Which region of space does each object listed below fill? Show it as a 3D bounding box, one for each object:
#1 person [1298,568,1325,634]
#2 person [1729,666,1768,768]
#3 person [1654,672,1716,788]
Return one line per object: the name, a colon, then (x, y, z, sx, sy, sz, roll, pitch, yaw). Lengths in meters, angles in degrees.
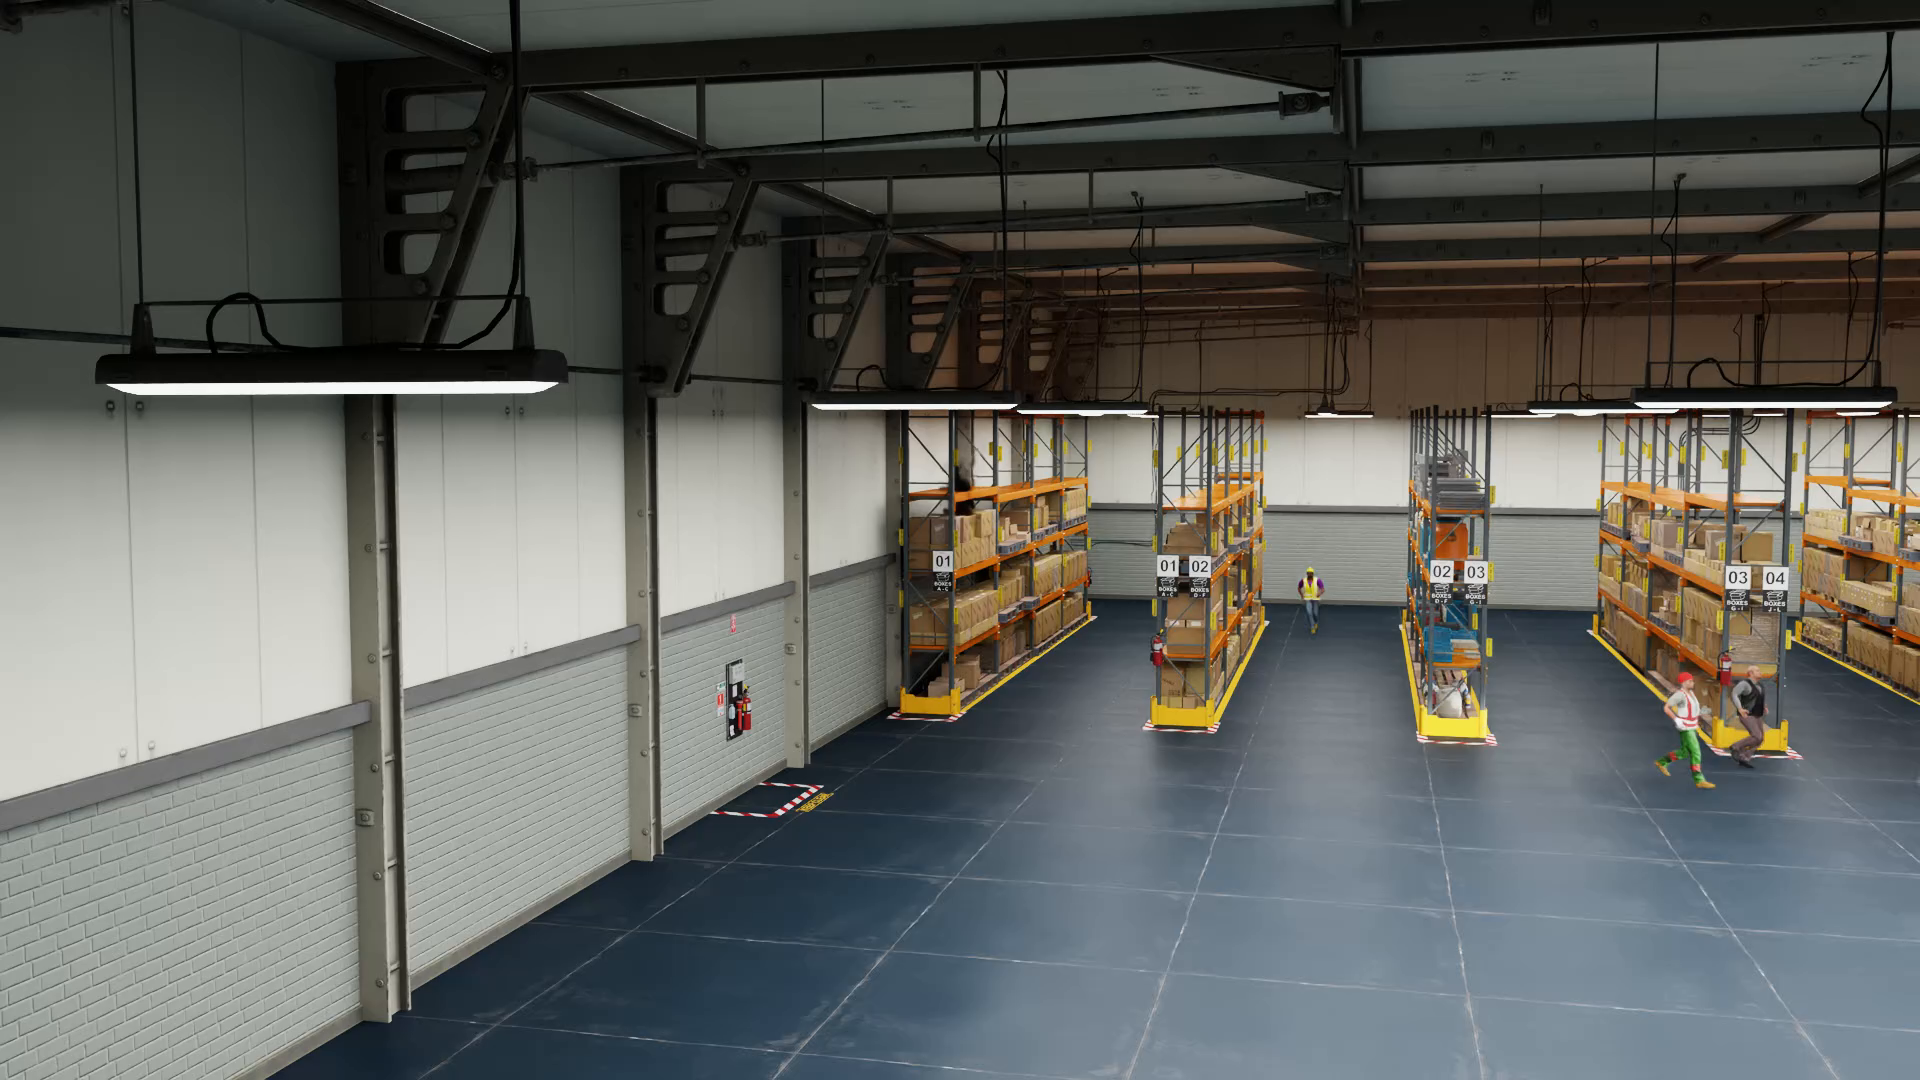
person: (9.494, 1.629, 44.972, 0.713, 1.765, 0.882, 1, 4, 11)
person: (13.125, 2.924, 27.554, 0.685, 1.682, 0.527, -3, 5, -36)
person: (11.361, 2.952, 26.035, 0.981, 1.768, 0.665, 4, 6, 43)
